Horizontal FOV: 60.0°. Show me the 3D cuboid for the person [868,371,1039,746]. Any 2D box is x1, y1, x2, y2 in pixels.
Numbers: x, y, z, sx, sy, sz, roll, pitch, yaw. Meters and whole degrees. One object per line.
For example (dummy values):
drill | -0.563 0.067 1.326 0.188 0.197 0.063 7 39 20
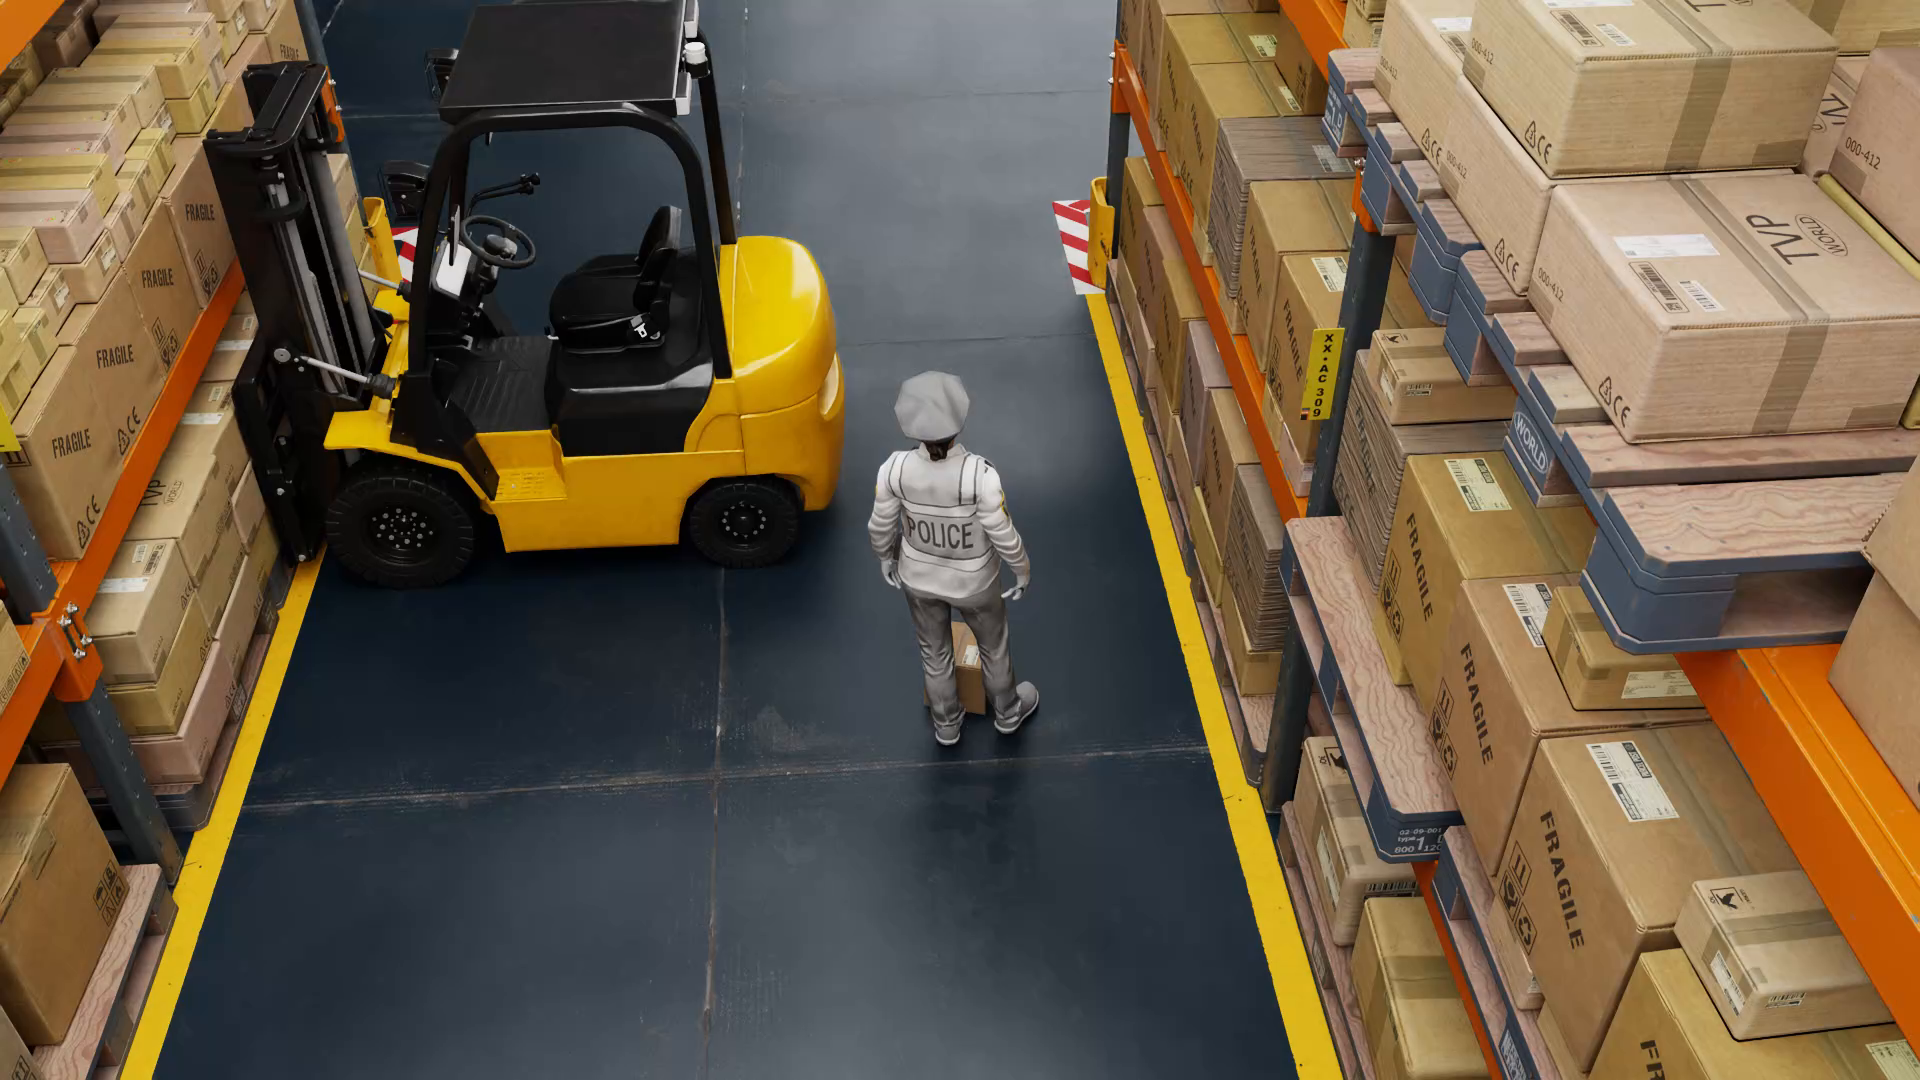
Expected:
person | -0.018 0.074 6.024 0.588 1.697 0.533 9 40 11
